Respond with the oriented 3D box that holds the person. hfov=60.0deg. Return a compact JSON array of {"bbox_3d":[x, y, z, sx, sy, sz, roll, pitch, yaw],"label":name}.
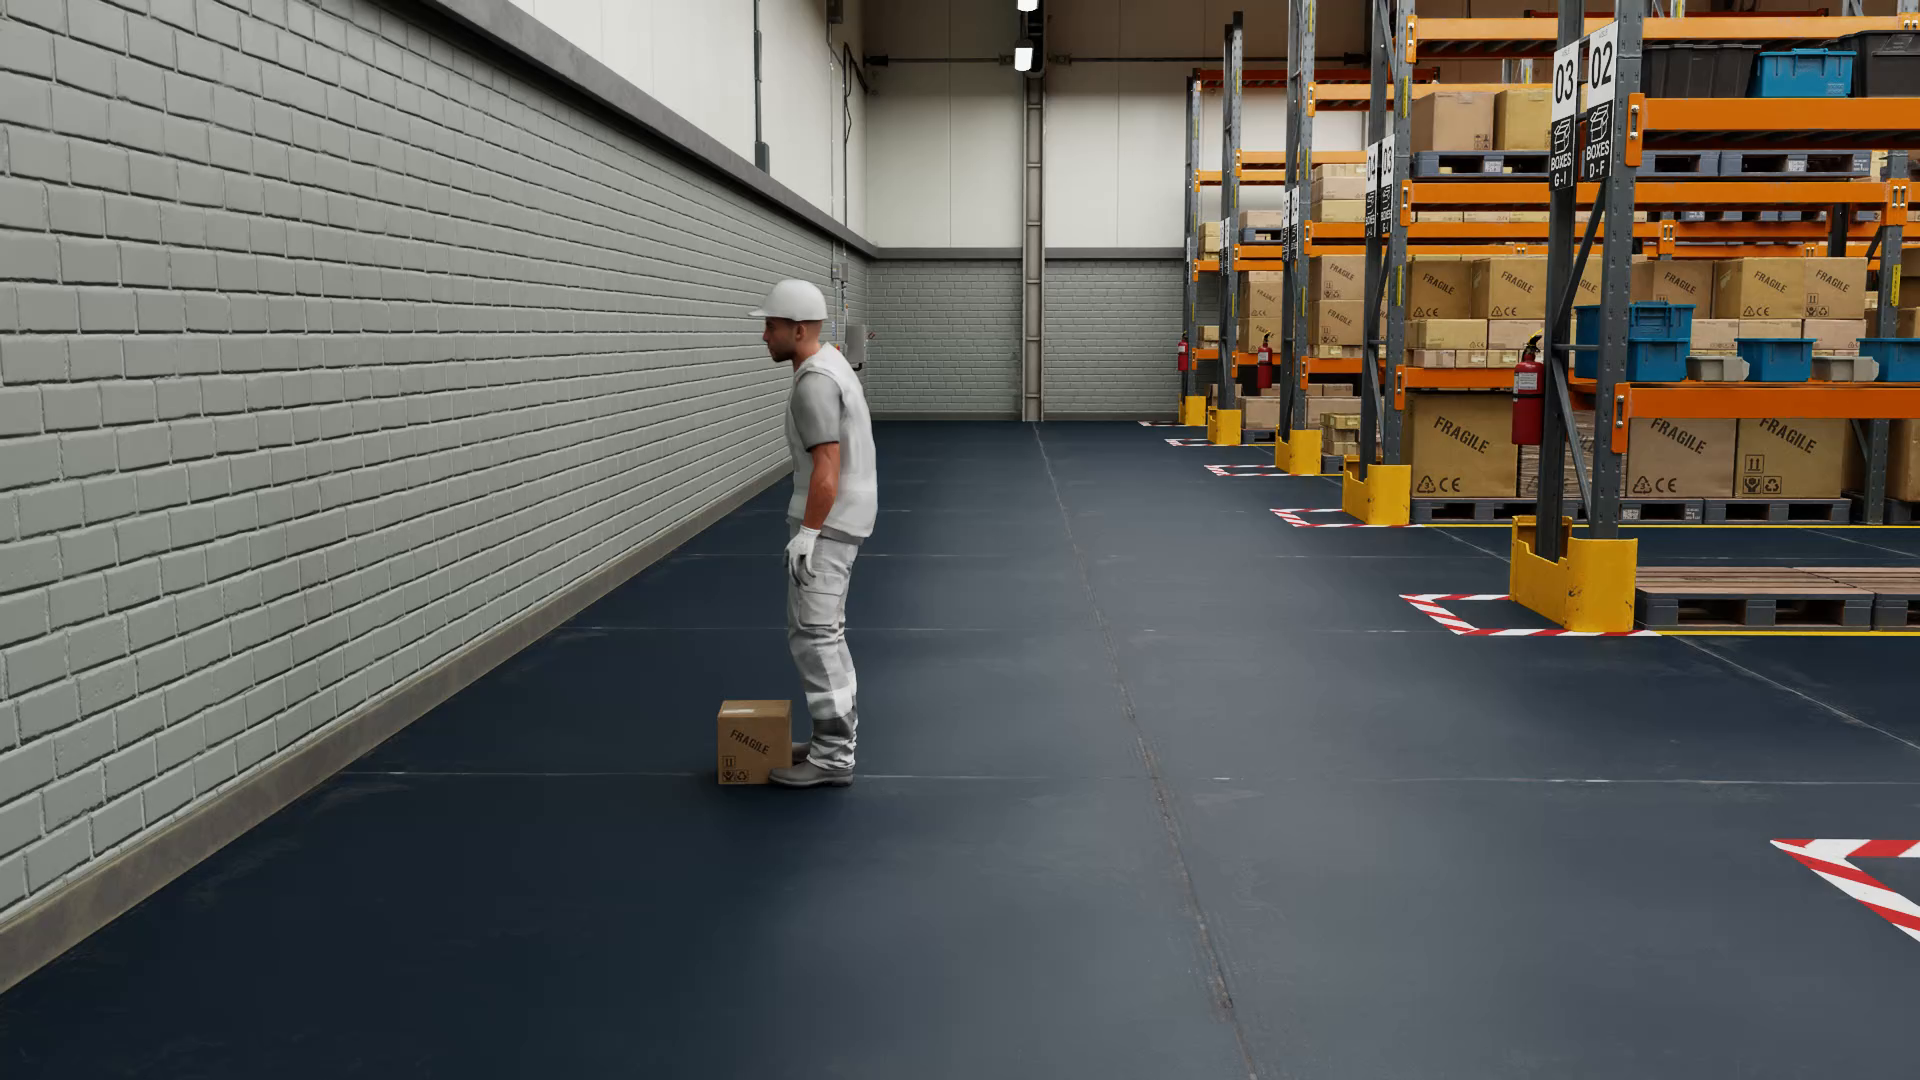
[{"bbox_3d":[-0.517,-0.026,5.909,0.453,1.779,0.621,0,7,0],"label":"person"}]
